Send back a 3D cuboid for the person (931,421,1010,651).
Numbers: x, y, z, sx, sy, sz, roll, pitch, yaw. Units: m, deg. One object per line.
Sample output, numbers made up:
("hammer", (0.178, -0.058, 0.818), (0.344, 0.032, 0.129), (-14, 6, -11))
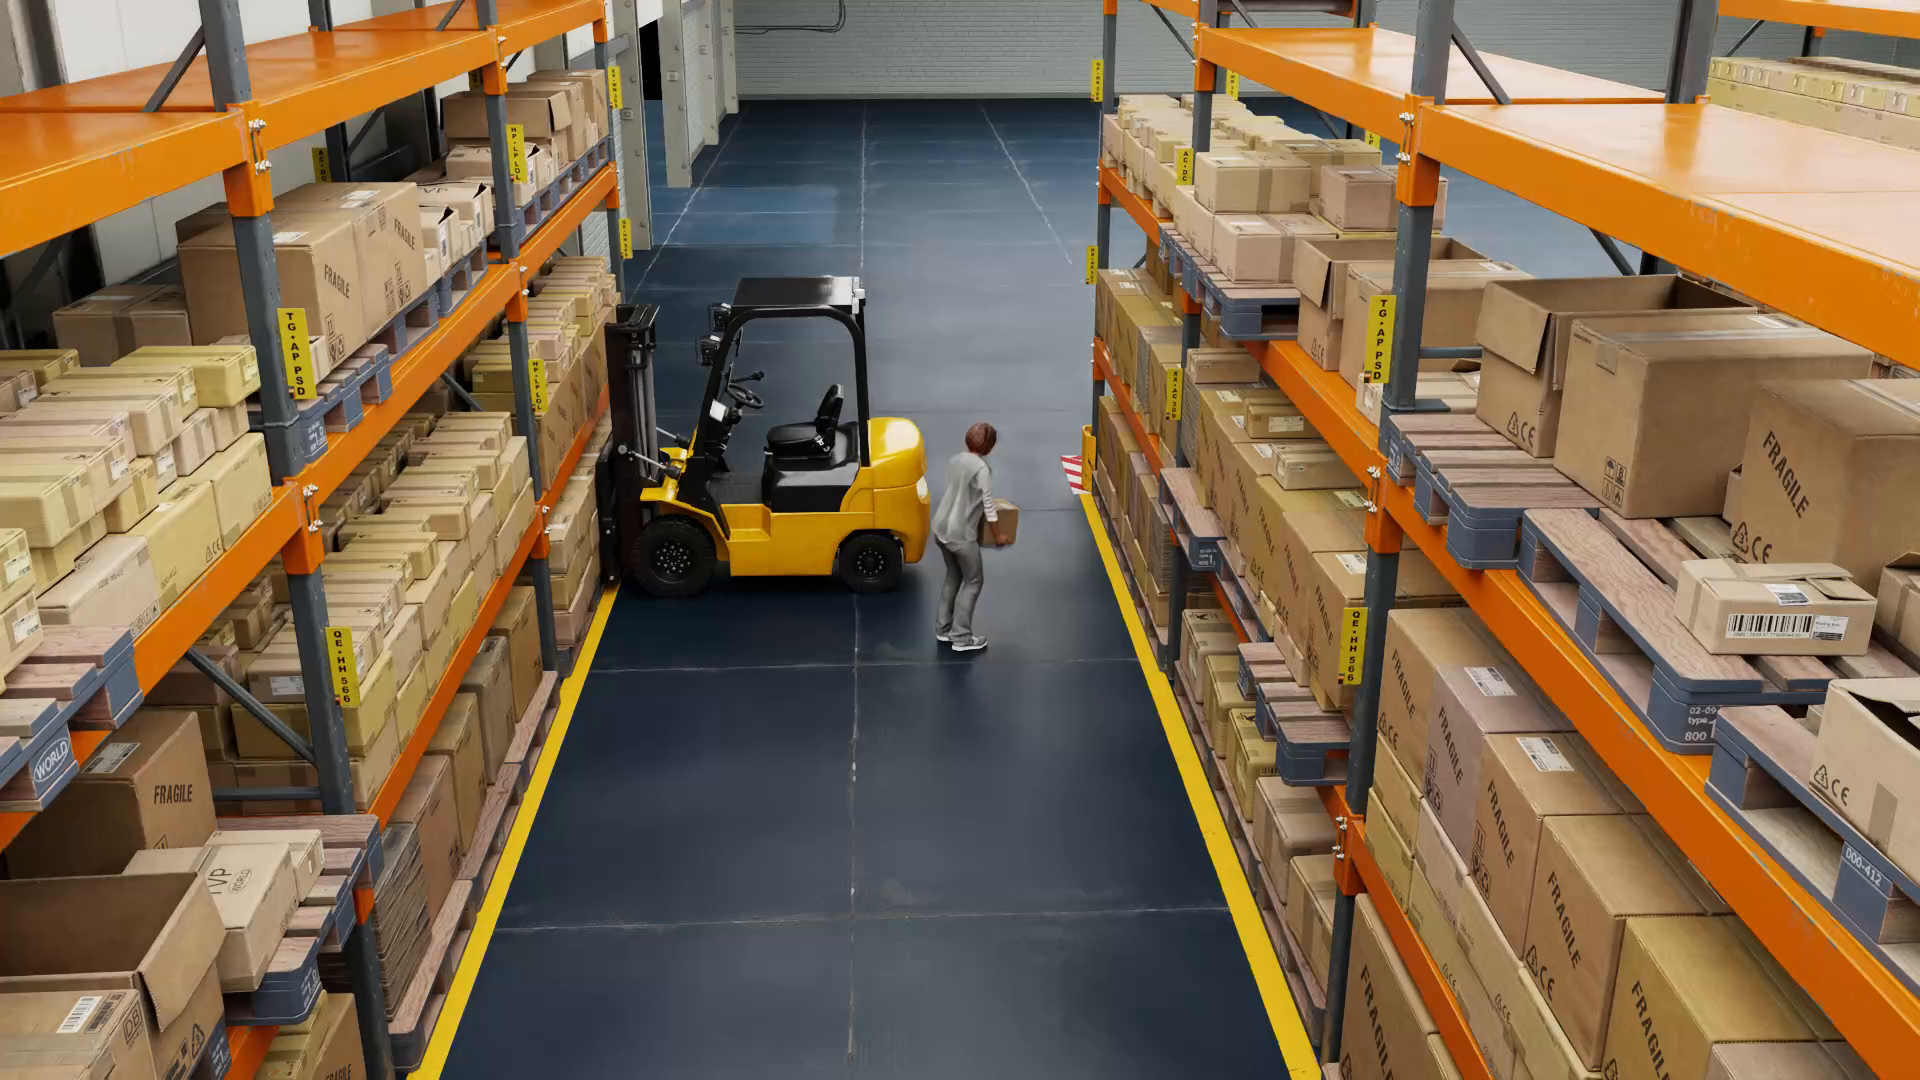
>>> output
("person", (0.062, -0.027, 11.244), (0.533, 1.548, 0.384), (-13, 24, -31))
